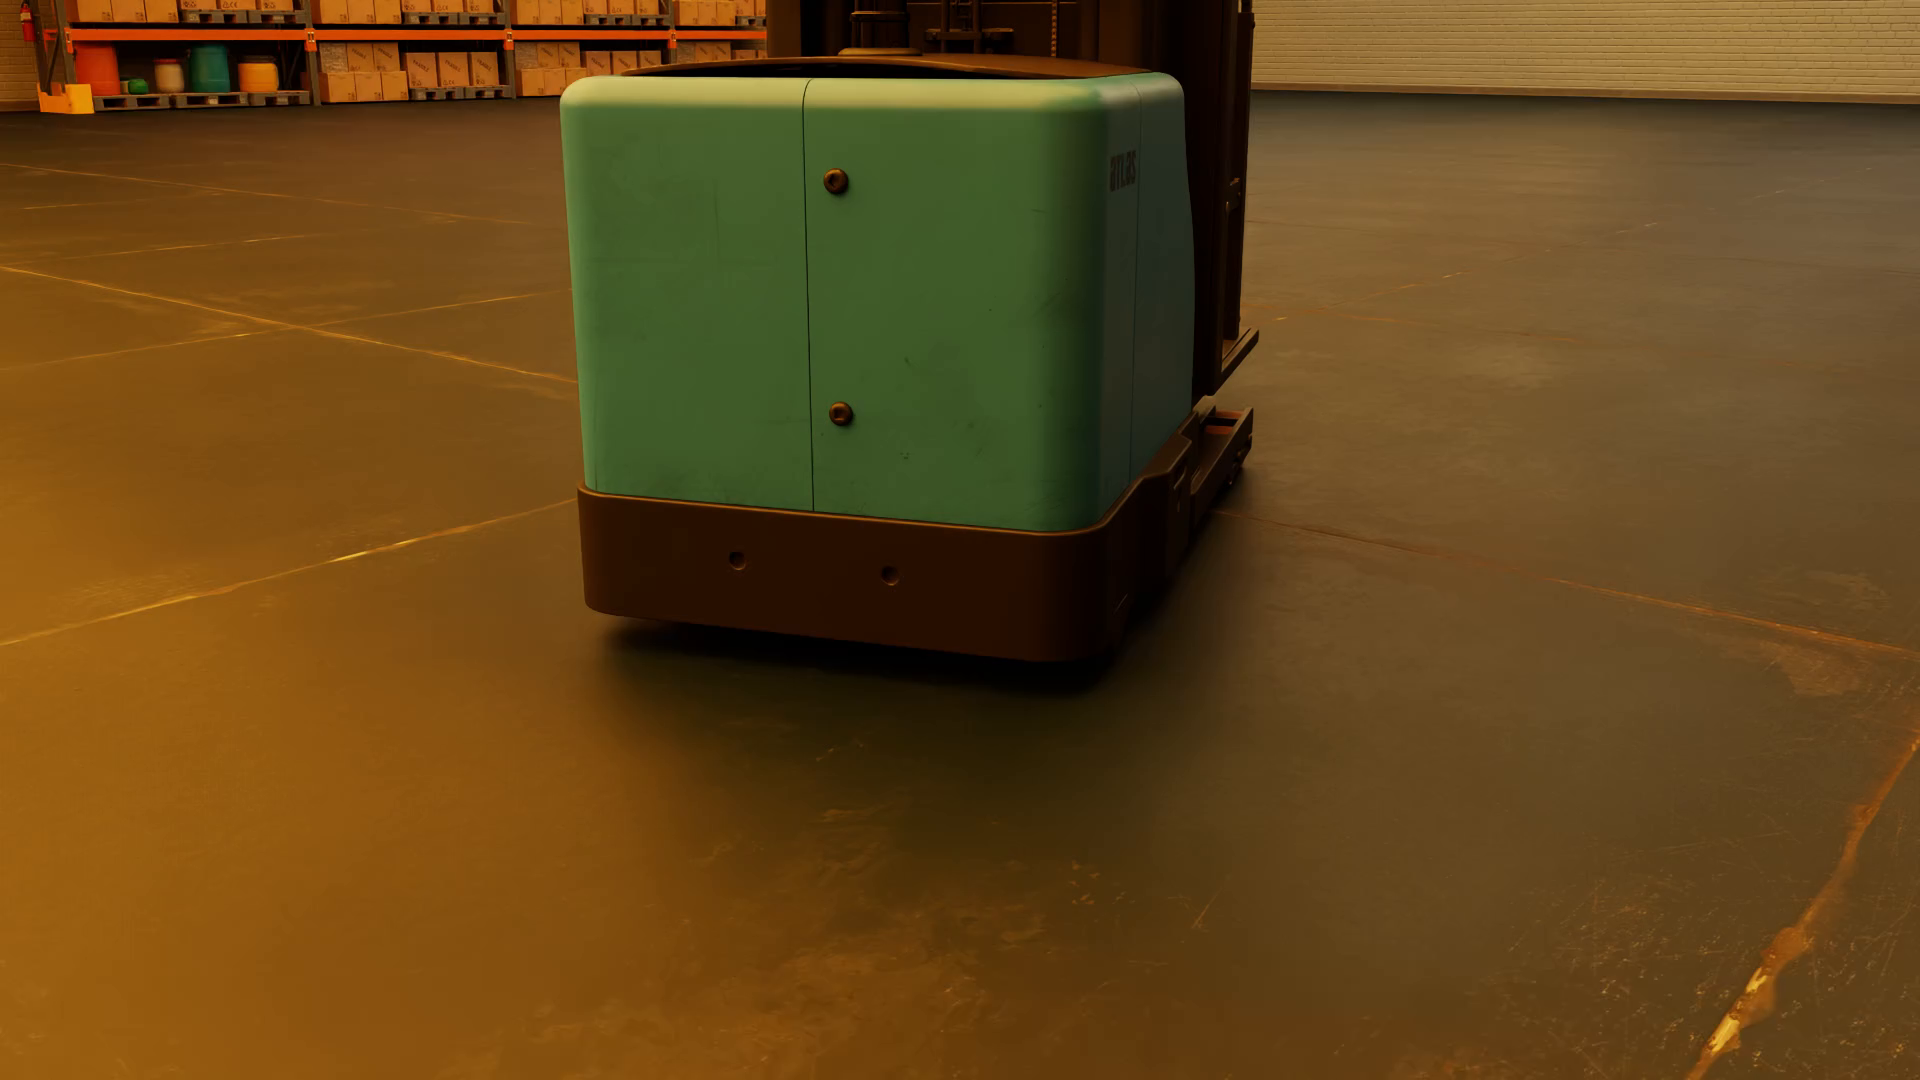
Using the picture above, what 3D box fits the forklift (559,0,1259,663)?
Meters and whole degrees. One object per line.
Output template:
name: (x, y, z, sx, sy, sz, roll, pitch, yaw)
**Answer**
forklift: (0.182, -1.571, 4.072, 1.130, 2.935, 3.031, 5, 18, 17)
